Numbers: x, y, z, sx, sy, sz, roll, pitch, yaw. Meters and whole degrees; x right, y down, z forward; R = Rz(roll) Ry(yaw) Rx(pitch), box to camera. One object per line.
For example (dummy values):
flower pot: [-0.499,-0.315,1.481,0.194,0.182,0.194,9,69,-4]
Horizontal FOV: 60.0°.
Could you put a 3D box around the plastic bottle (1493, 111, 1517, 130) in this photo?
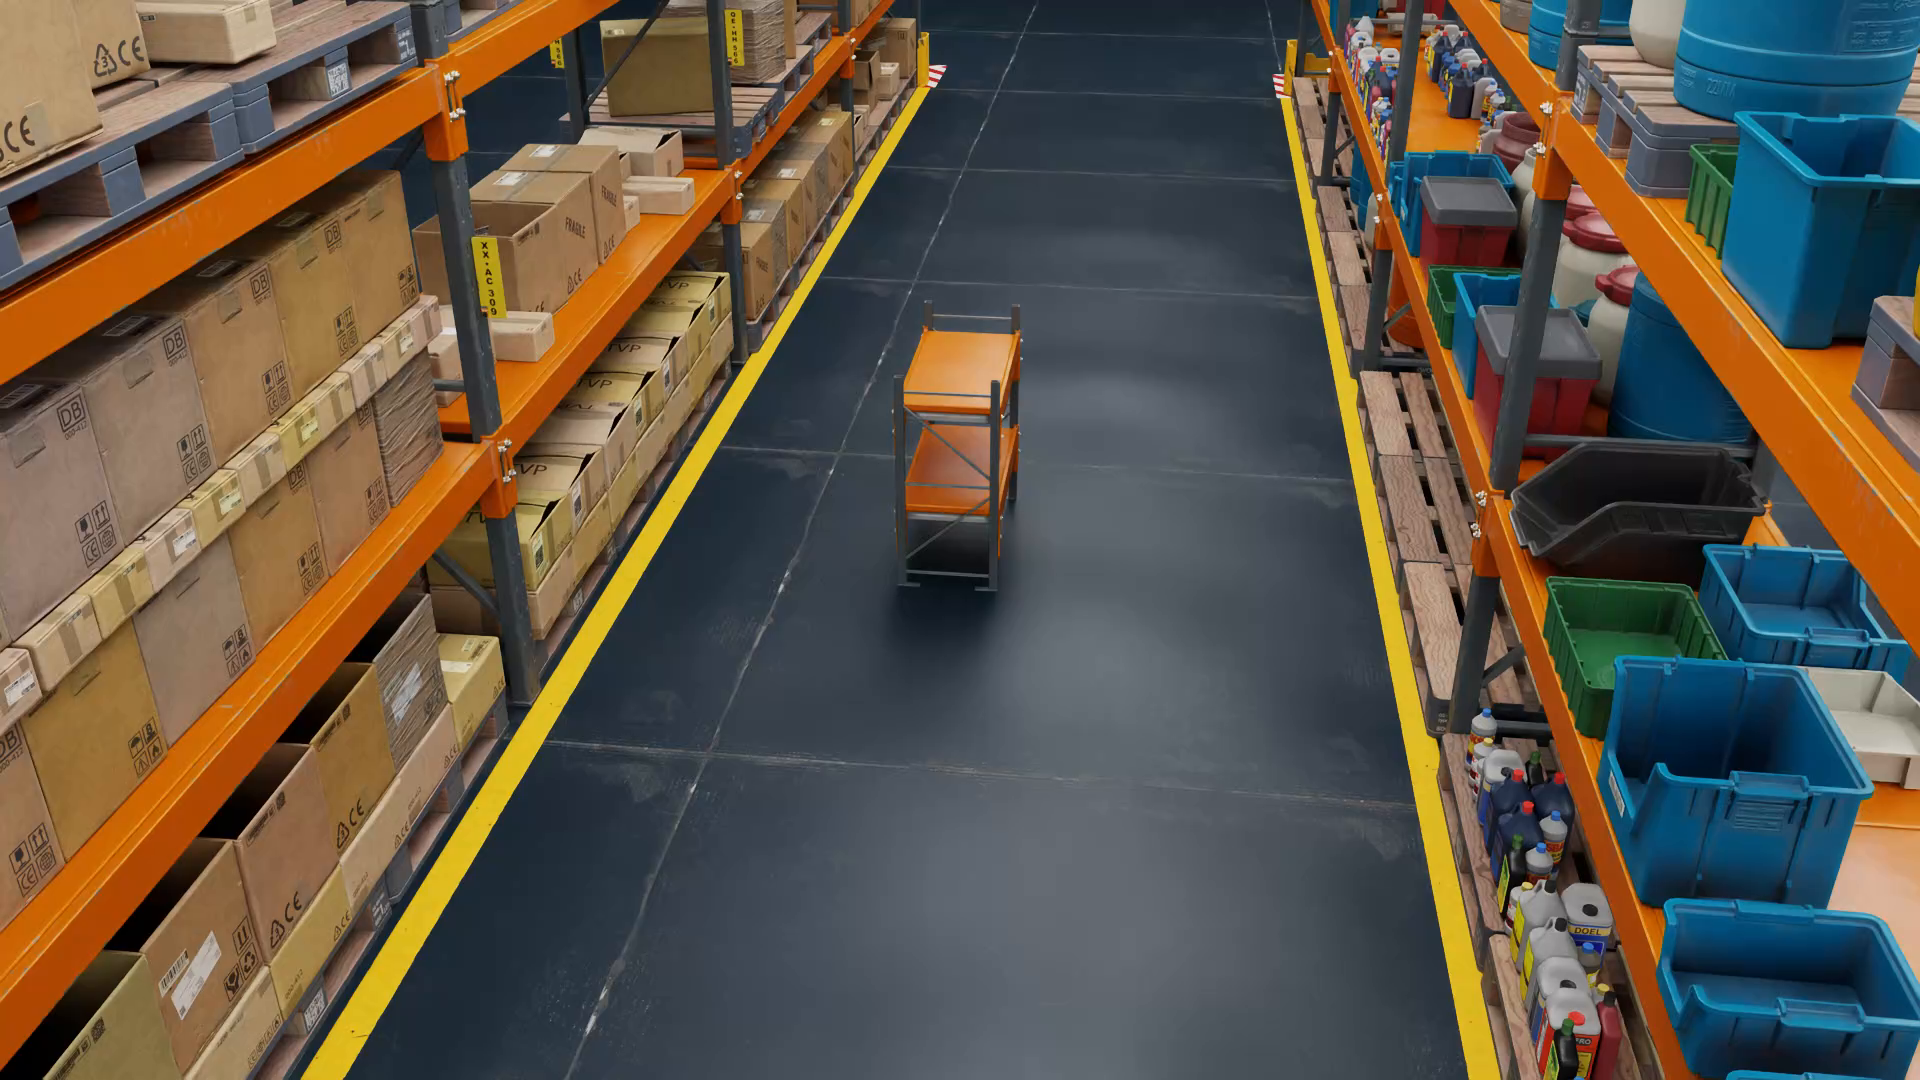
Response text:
plastic bottle: [3.449,-2.579,10.505,0.152,0.276,0.135,3,28,6]

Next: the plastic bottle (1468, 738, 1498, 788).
plastic bottle: [2.042,0.863,6.473,0.097,0.201,0.097,0,28,0]

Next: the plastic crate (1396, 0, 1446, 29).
plastic crate: [3.867,-4.574,13.947,0.402,0.464,0.583,3,28,6]

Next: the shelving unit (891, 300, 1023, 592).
shelving unit: [0.001,-0.498,8.489,0.538,1.125,1.048,3,28,6]

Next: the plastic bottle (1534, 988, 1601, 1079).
plastic bottle: [1.886,1.533,5.149,0.152,0.276,0.135,4,29,7]

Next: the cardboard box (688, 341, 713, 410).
cardboard box: [-1.779,-0.990,9.881,0.500,0.250,0.500,3,28,6]

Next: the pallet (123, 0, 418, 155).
pallet: [-2.466,-1.516,5.332,1.003,0.211,1.213,3,28,6]

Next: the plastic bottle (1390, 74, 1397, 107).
plastic bottle: [2.950,-3.011,11.300,0.061,0.283,0.133,3,28,6]

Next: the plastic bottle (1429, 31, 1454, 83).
plastic bottle: [3.555,-3.562,12.250,0.144,0.351,0.185,3,28,6]

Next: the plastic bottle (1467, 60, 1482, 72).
plastic bottle: [3.630,-3.273,11.793,0.152,0.276,0.135,3,28,6]

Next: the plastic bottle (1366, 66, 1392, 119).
plastic bottle: [2.845,-3.035,11.272,0.144,0.351,0.185,3,28,6]

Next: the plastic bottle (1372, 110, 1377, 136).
plastic bottle: [2.765,-2.749,10.900,0.097,0.201,0.097,0,28,0]

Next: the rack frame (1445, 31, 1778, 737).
rack frame: [2.528,-0.348,6.233,1.000,3.000,0.127,3,28,6]

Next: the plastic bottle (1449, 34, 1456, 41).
plastic bottle: [3.736,-3.683,12.554,0.152,0.276,0.135,3,28,6]

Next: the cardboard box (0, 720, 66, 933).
cardboard box: [-2.748,0.735,4.118,0.700,0.500,0.500,4,29,8]

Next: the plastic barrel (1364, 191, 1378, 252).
plastic barrel: [3.180,-2.354,12.137,0.421,0.512,0.421,0,28,0]

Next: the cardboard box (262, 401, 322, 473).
cardboard box: [-2.334,-0.348,5.444,0.380,0.149,0.250,3,28,6]

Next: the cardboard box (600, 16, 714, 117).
cardboard box: [-1.932,-3.052,10.705,0.700,0.500,0.500,-6,29,-11]

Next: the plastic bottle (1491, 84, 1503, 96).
plastic bottle: [3.579,-2.906,11.104,0.061,0.283,0.133,3,28,6]

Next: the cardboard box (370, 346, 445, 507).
cardboard box: [-2.435,-0.472,6.359,0.700,0.500,0.500,3,28,5]

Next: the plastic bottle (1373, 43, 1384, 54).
plastic bottle: [3.155,-3.660,12.590,0.097,0.201,0.097,0,28,0]

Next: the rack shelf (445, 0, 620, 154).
rack shelf: [-2.142,-2.583,7.977,1.077,0.370,4.000,3,28,6]

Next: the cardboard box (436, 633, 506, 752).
cardboard box: [-2.227,0.619,6.894,0.500,0.250,0.500,3,28,6]

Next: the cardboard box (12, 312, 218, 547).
cardboard box: [-2.620,-0.335,4.735,0.700,0.500,0.500,3,28,6]

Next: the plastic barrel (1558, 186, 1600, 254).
plastic barrel: [3.006,-1.394,8.032,0.433,0.535,0.433,0,28,0]

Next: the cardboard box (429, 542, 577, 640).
cardboard box: [-2.092,0.213,7.649,0.500,0.250,0.500,3,28,5]

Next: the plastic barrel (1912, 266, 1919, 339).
plastic barrel: [2.052,-0.597,2.892,0.600,0.588,0.600,0,28,0]

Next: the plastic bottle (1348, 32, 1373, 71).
plastic bottle: [3.029,-3.691,12.569,0.152,0.276,0.135,3,28,6]

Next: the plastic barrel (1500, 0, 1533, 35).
plastic barrel: [2.455,-2.449,6.442,0.600,0.901,0.600,0,28,0]

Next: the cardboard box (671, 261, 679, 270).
cardboard box: [-2.016,-2.067,11.597,0.500,0.500,0.500,4,29,8]

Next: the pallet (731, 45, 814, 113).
pallet: [-1.663,-3.352,12.011,1.003,0.211,1.213,3,28,6]

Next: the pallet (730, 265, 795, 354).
pallet: [-1.768,-1.642,11.575,1.003,0.211,1.213,3,28,6]

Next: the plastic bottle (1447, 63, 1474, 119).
plastic bottle: [3.418,-3.067,11.333,0.144,0.351,0.185,3,28,6]

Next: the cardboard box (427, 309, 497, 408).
cardboard box: [-2.370,-0.806,7.241,0.500,0.250,0.500,5,29,9]

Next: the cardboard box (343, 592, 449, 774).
cardboard box: [-2.300,0.524,6.281,0.500,0.500,0.500,3,28,6]

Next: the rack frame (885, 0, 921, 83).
rack frame: [-0.917,-6.286,17.255,1.000,3.000,0.127,3,28,6]

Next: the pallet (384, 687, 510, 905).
pallet: [-2.526,0.962,6.742,1.003,0.211,1.213,3,28,6]

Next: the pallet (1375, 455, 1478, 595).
pallet: [2.733,-0.068,8.654,1.003,0.211,1.213,3,28,6]

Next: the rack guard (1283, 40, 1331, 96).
rack guard: [3.989,-4.908,17.333,1.175,0.500,0.348,3,28,6]

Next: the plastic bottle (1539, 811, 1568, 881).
plastic bottle: [2.120,1.091,5.976,0.097,0.271,0.097,0,28,0]

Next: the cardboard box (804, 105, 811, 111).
cardboard box: [-1.619,-3.781,14.777,0.500,0.500,0.500,3,28,6]

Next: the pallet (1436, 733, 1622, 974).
pallet: [2.405,1.193,6.312,1.003,0.211,1.213,3,28,6]

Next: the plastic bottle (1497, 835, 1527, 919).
plastic bottle: [1.933,1.174,5.808,0.061,0.283,0.133,5,29,8]

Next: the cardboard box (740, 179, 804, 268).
cardboard box: [-1.433,-2.294,12.017,0.500,0.500,0.500,3,28,6]

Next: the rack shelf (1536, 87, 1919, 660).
rack shelf: [2.283,-0.410,3.945,1.077,0.370,4.000,3,28,6]

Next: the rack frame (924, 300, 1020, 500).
rack frame: [0.063,-0.738,8.933,0.500,1.125,0.032,3,28,6]

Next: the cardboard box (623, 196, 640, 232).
cardboard box: [-1.998,-1.806,9.205,0.380,0.149,0.250,5,29,10]

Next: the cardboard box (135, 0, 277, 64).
cardboard box: [-2.264,-1.510,4.903,0.380,0.149,0.250,3,28,6]

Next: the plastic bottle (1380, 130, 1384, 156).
plastic bottle: [2.705,-2.520,10.475,0.097,0.201,0.097,0,28,0]

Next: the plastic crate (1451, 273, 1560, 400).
plastic crate: [2.355,-0.878,7.234,0.392,0.384,0.575,3,28,6]

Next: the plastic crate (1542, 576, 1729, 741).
plastic crate: [2.082,0.368,5.128,0.450,0.188,0.662,3,28,6]

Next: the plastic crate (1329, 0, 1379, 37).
plastic crate: [3.227,-4.373,13.657,0.392,0.384,0.575,3,28,6]

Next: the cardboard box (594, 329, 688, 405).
cardboard box: [-1.839,-0.998,9.305,0.500,0.311,0.500,3,28,6]

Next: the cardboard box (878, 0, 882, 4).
cardboard box: [-0.951,-5.148,15.037,0.500,0.500,0.500,3,28,6]

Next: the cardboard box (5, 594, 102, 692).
cardboard box: [-2.491,0.258,4.320,0.380,0.149,0.250,2,28,4]

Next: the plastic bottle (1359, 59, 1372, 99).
plastic bottle: [2.890,-3.263,11.780,0.097,0.271,0.097,0,28,0]
